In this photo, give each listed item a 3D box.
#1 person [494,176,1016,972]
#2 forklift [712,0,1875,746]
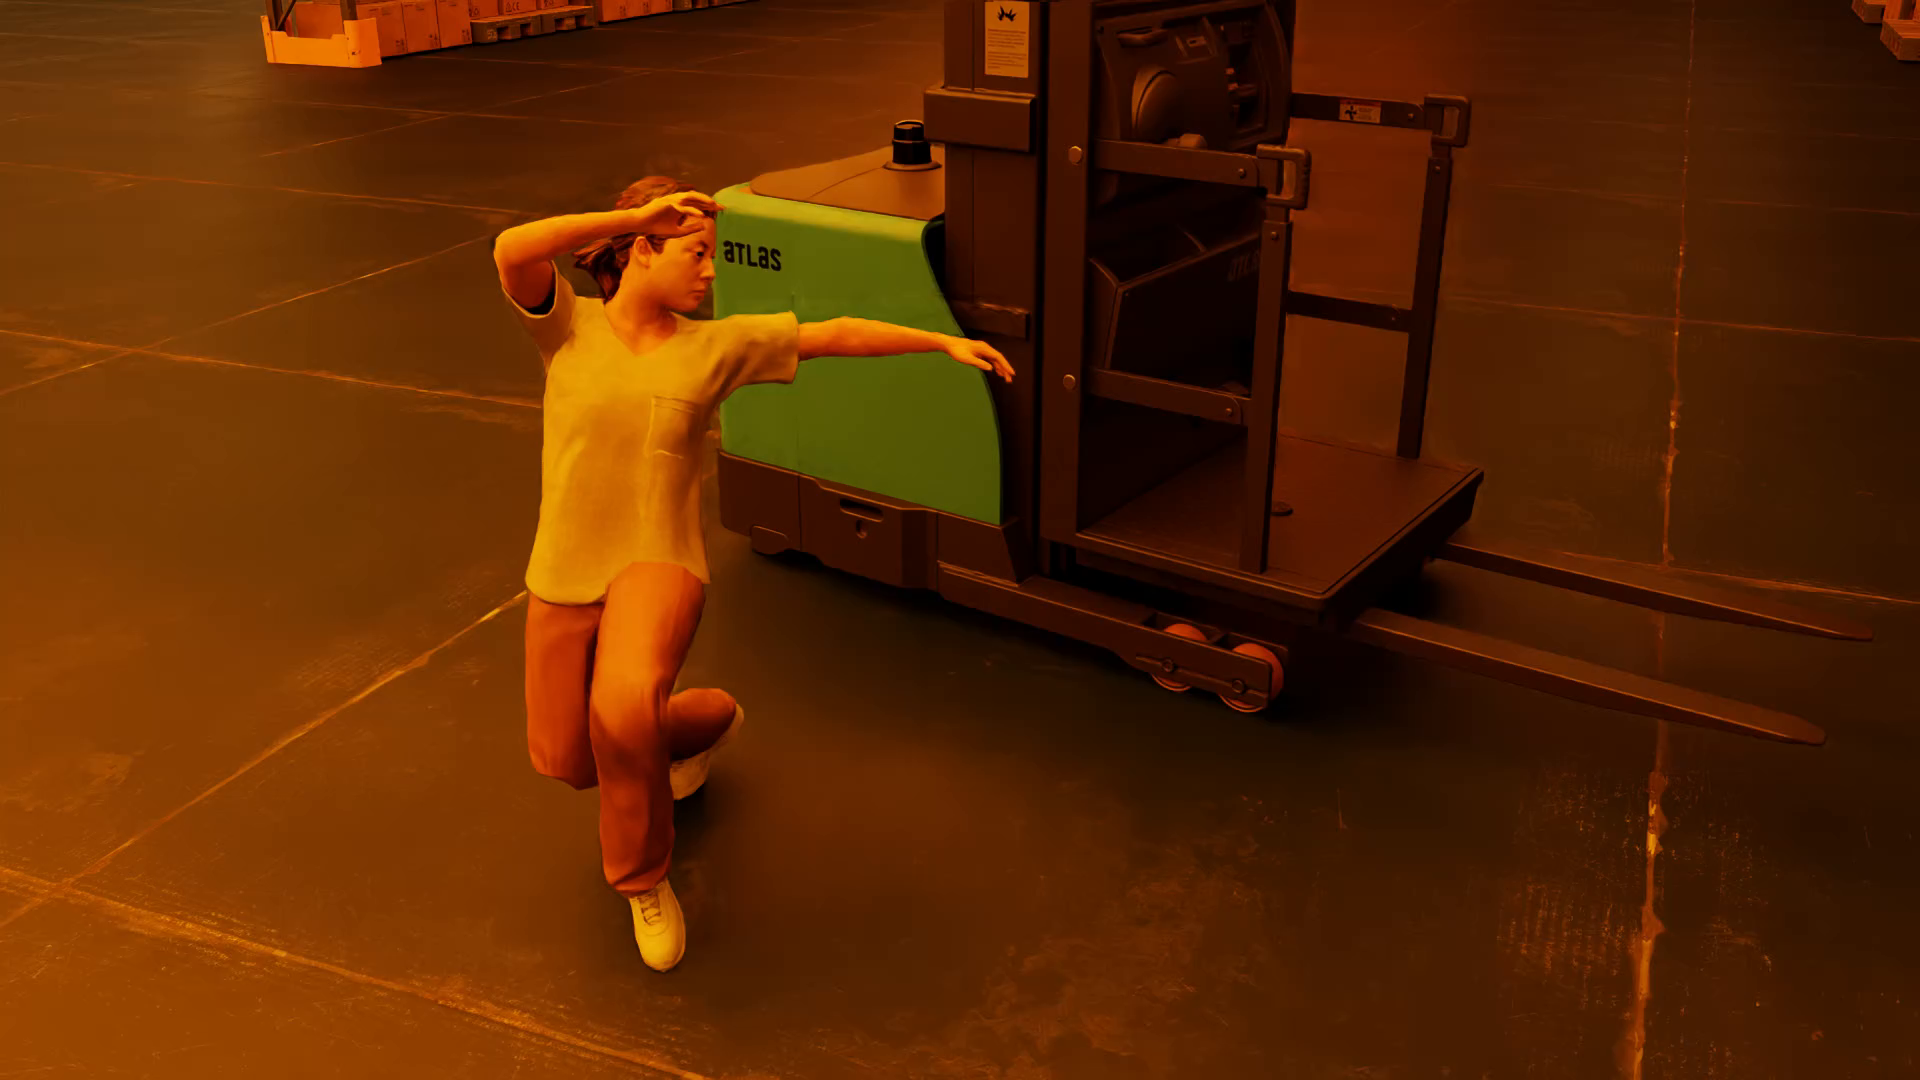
[{"bbox_3d":[-0.390,0.037,3.197,0.959,1.408,0.871,2,23,4],"label":"person"},{"bbox_3d":[0.771,-1.161,4.070,3.031,2.935,1.130,15,27,32],"label":"forklift"}]
